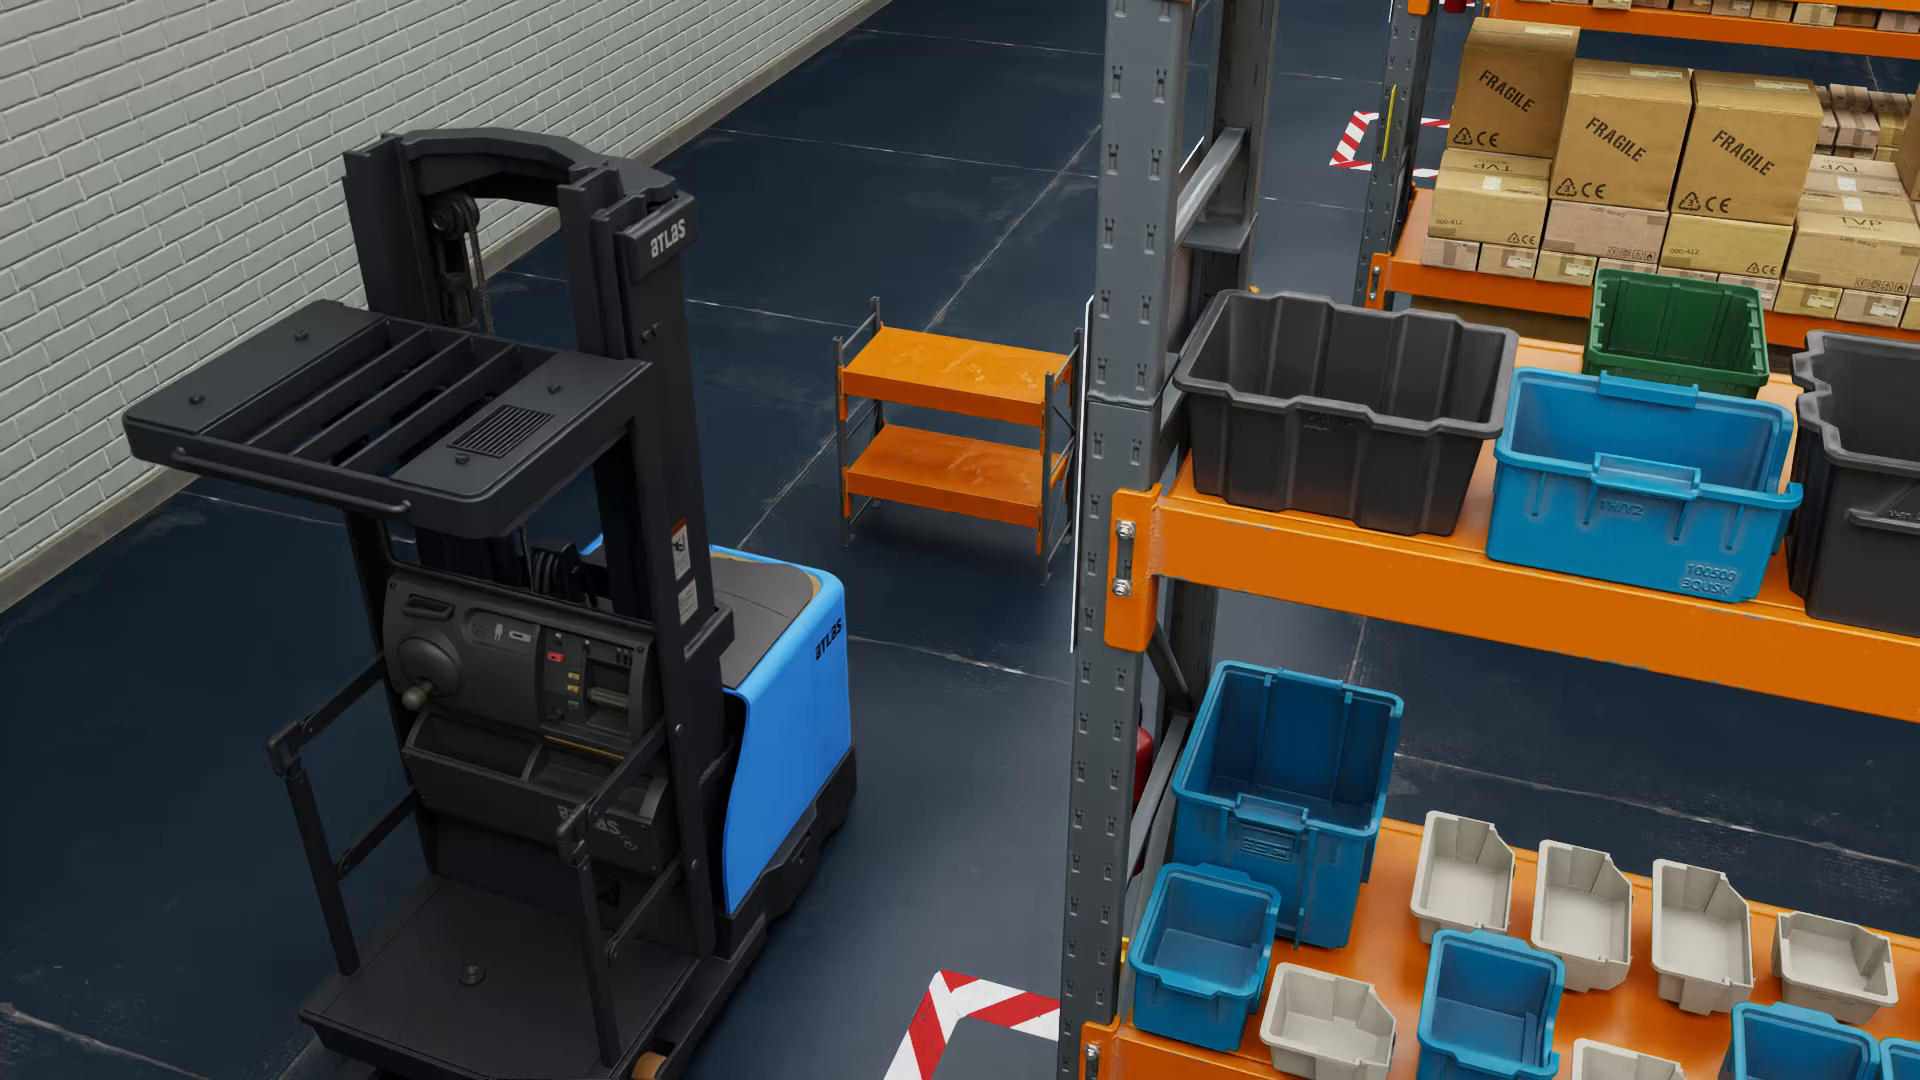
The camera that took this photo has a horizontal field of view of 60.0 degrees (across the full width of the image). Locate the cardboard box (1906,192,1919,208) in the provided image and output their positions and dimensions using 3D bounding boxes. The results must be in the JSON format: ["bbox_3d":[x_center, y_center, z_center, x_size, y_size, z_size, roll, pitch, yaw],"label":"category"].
[{"bbox_3d":[4.593,-1.508,7.685,0.500,0.250,0.500,12,35,18],"label":"cardboard box"}]

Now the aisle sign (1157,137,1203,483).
[{"bbox_3d":[0.497,-0.499,3.861,0.004,0.787,0.394,11,34,16],"label":"aisle sign"}]

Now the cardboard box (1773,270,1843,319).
[{"bbox_3d":[3.808,-1.153,7.503,0.250,0.149,0.380,10,34,15],"label":"cardboard box"}]

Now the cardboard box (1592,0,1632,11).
[{"bbox_3d":[4.589,-3.853,11.684,0.250,0.149,0.380,10,34,15],"label":"cardboard box"}]

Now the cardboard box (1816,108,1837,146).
[{"bbox_3d":[5.996,-2.917,11.696,0.250,0.149,0.380,10,34,15],"label":"cardboard box"}]

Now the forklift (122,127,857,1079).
[{"bbox_3d":[-1.429,0.438,4.869,1.130,2.935,3.031,12,35,18],"label":"forklift"}]

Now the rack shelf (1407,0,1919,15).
[{"bbox_3d":[4.020,-2.365,7.046,4.000,0.370,1.077,11,34,16],"label":"rack shelf"}]

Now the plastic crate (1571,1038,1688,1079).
[{"bbox_3d":[1.500,1.280,3.690,0.298,0.136,0.250,11,34,16],"label":"plastic crate"}]

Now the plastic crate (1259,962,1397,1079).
[{"bbox_3d":[0.861,1.156,3.882,0.298,0.136,0.250,11,34,16],"label":"plastic crate"}]

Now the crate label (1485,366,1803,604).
[{"bbox_3d":[1.226,-0.108,3.024,0.502,0.251,0.408,11,34,16],"label":"crate label"}]

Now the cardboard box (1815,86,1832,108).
[{"bbox_3d":[6.173,-3.187,12.113,0.250,0.149,0.380,10,34,14],"label":"cardboard box"}]

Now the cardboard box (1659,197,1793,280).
[{"bbox_3d":[3.461,-1.424,7.554,0.500,0.250,0.500,10,34,15],"label":"cardboard box"}]

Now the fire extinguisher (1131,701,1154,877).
[{"bbox_3d":[0.477,0.685,4.838,0.183,0.674,0.296,11,34,16],"label":"fire extinguisher"}]

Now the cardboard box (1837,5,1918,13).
[{"bbox_3d":[6.164,-3.854,11.087,0.500,0.500,0.500,11,34,16],"label":"cardboard box"}]

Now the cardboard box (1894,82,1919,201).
[{"bbox_3d":[4.586,-1.823,7.481,0.500,0.500,0.500,10,34,15],"label":"cardboard box"}]

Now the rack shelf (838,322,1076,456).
[{"bbox_3d":[-0.006,-0.720,7.788,1.000,0.278,0.538,11,34,16],"label":"rack shelf"}]

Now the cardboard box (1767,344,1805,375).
[{"bbox_3d":[3.623,-0.814,8.317,0.875,0.875,0.875,11,34,16],"label":"cardboard box"}]

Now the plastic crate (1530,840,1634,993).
[{"bbox_3d":[1.563,0.959,4.188,0.243,0.136,0.396,11,34,16],"label":"plastic crate"}]

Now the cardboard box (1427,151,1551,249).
[{"bbox_3d":[2.498,-1.610,7.841,0.500,0.250,0.500,10,34,15],"label":"cardboard box"}]

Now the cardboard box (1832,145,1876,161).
[{"bbox_3d":[6.301,-2.770,11.742,0.250,0.149,0.380,12,35,18],"label":"cardboard box"}]

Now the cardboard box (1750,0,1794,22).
[{"bbox_3d":[5.586,-3.696,11.440,0.250,0.149,0.380,12,35,18],"label":"cardboard box"}]

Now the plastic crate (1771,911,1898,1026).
[{"bbox_3d":[2.118,1.042,4.059,0.250,0.136,0.298,11,34,16],"label":"plastic crate"}]

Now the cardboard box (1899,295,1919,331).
[{"bbox_3d":[4.295,-1.059,7.357,0.250,0.149,0.380,10,34,16],"label":"cardboard box"}]

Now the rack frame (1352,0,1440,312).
[{"bbox_3d":[2.137,-1.773,8.231,0.127,3.000,1.000,11,34,16],"label":"rack frame"}]

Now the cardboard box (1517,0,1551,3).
[{"bbox_3d":[4.100,-3.955,11.842,0.250,0.149,0.380,11,34,16],"label":"cardboard box"}]

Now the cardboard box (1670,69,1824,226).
[{"bbox_3d":[3.458,-1.741,7.354,0.500,0.500,0.500,10,34,15],"label":"cardboard box"}]

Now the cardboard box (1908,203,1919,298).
[{"bbox_3d":[4.430,-1.237,7.264,0.500,0.250,0.500,12,35,17],"label":"cardboard box"}]

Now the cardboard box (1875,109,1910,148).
[{"bbox_3d":[6.540,-2.872,11.625,0.250,0.149,0.380,12,35,18],"label":"cardboard box"}]

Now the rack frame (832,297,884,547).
[{"bbox_3d":[-0.485,-0.567,8.091,0.032,1.125,0.500,11,34,16],"label":"rack frame"}]

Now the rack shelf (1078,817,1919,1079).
[{"bbox_3d":[2.349,1.424,3.942,4.000,0.370,1.077,11,34,16],"label":"rack shelf"}]

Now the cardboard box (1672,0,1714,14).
[{"bbox_3d":[5.126,-3.814,11.623,0.250,0.149,0.380,11,34,16],"label":"cardboard box"}]

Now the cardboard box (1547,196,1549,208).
[{"bbox_3d":[3.160,-1.789,8.119,0.500,0.250,0.500,10,34,16],"label":"cardboard box"}]

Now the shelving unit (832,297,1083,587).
[{"bbox_3d":[-0.006,-0.474,7.947,1.048,1.125,0.538,11,34,16],"label":"shelving unit"}]

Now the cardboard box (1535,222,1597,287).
[{"bbox_3d":[2.843,-1.341,7.794,0.250,0.149,0.380,10,34,15],"label":"cardboard box"}]

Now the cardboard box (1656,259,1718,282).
[{"bbox_3d":[3.328,-1.247,7.648,0.250,0.149,0.380,10,34,16],"label":"cardboard box"}]

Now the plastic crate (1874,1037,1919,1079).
[{"bbox_3d":[2.109,1.310,3.555,0.300,0.233,0.416,11,34,16],"label":"plastic crate"}]

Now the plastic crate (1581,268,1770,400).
[{"bbox_3d":[1.491,-0.381,3.504,0.336,0.188,0.450,11,34,16],"label":"plastic crate"}]

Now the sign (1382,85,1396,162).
[{"bbox_3d":[1.944,-1.888,7.538,0.005,0.325,0.100,11,34,16],"label":"sign"}]

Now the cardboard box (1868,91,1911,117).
[{"bbox_3d":[6.669,-3.091,11.964,0.250,0.149,0.380,10,34,15],"label":"cardboard box"}]

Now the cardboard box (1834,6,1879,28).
[{"bbox_3d":[6.091,-3.622,11.325,0.250,0.149,0.380,10,34,16],"label":"cardboard box"}]

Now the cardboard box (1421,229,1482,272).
[{"bbox_3d":[2.360,-1.434,7.938,0.250,0.149,0.380,11,35,17],"label":"cardboard box"}]

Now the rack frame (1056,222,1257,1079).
[{"bbox_3d":[0.466,0.756,4.314,0.127,3.000,1.000,11,34,16],"label":"rack frame"}]

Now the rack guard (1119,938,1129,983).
[{"bbox_3d":[0.439,1.808,4.989,0.348,0.500,1.175,11,34,16],"label":"rack guard"}]
